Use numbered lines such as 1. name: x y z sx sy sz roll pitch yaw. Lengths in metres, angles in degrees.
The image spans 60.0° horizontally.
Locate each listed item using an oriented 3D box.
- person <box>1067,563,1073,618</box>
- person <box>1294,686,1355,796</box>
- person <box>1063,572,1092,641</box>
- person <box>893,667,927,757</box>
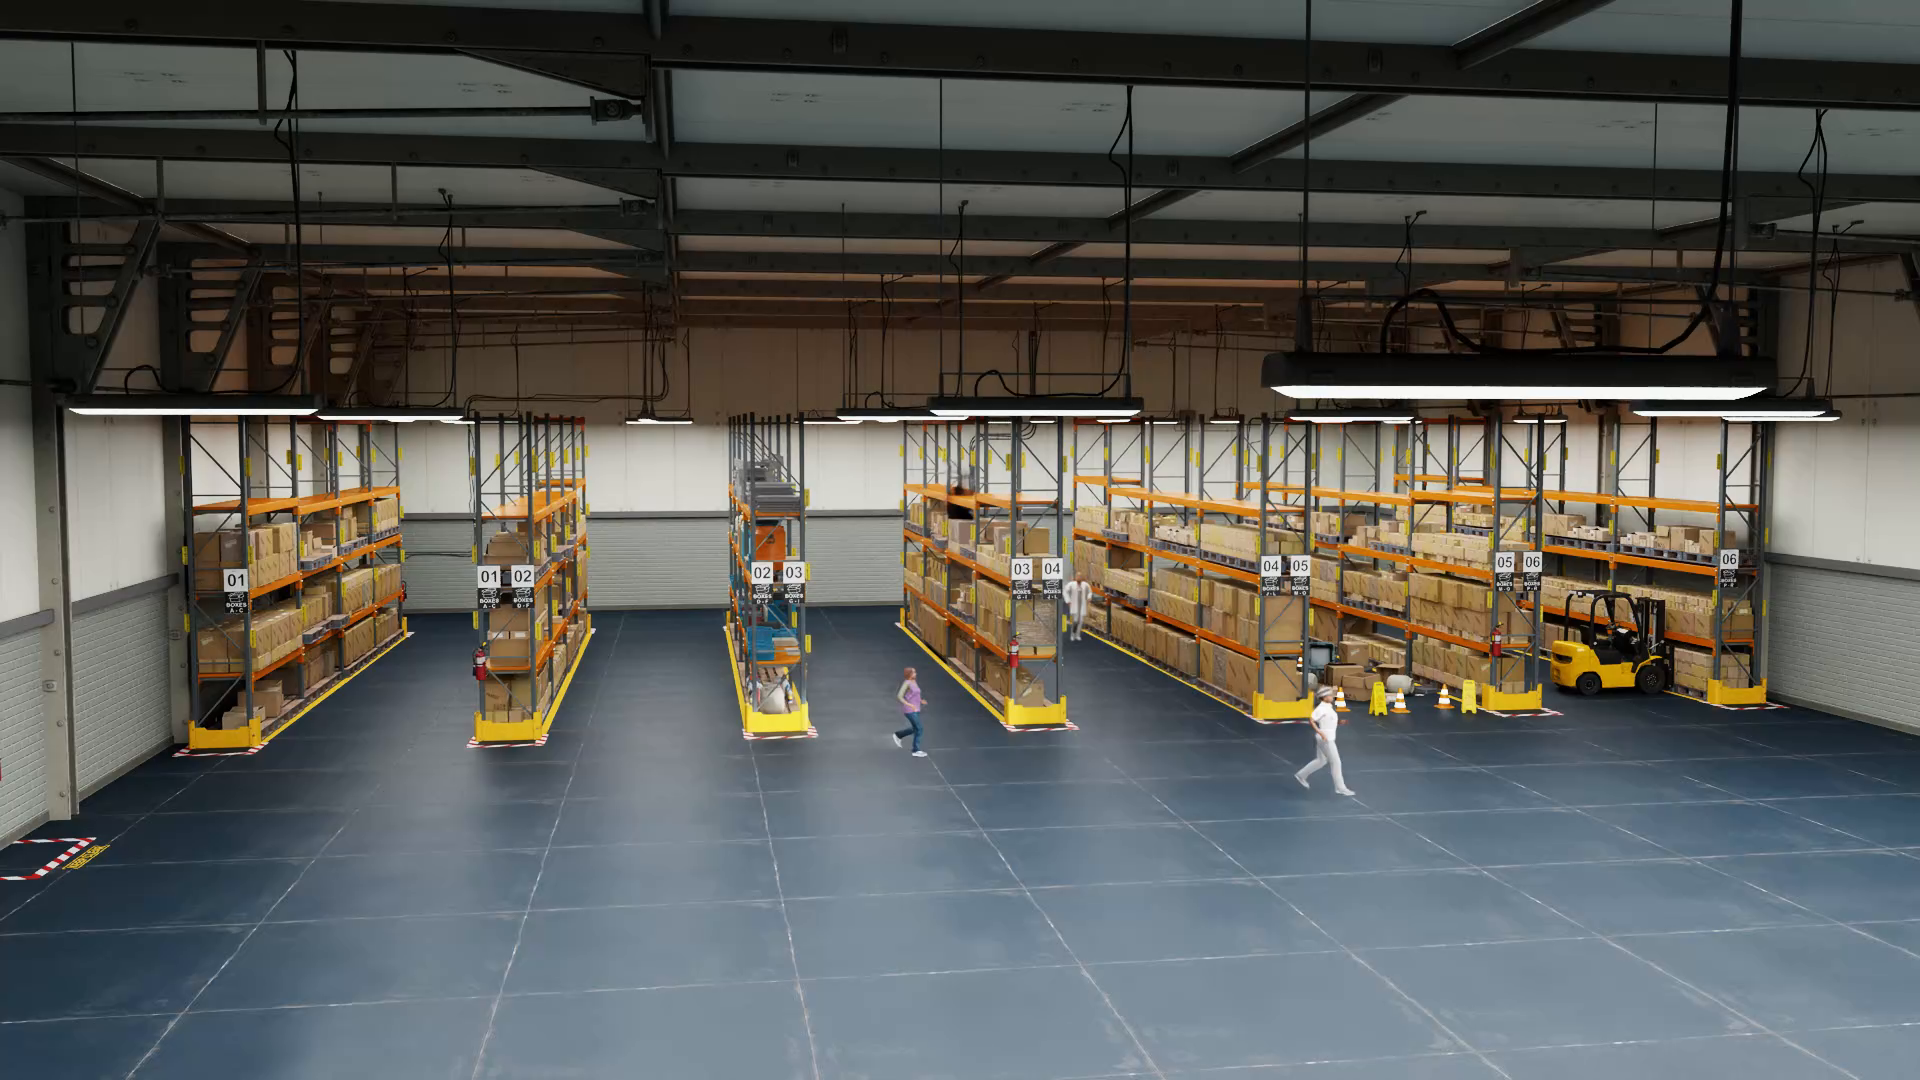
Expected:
1. person: 3.569 1.481 49.778 0.744 1.798 0.685 0 4 -3
2. person: 5.670 3.098 25.832 0.941 1.684 0.575 1 4 16
3. person: 3.032 1.705 42.343 0.723 1.775 0.598 -1 4 -9
4. person: -0.891 2.977 28.918 0.680 1.553 0.542 1 4 21
